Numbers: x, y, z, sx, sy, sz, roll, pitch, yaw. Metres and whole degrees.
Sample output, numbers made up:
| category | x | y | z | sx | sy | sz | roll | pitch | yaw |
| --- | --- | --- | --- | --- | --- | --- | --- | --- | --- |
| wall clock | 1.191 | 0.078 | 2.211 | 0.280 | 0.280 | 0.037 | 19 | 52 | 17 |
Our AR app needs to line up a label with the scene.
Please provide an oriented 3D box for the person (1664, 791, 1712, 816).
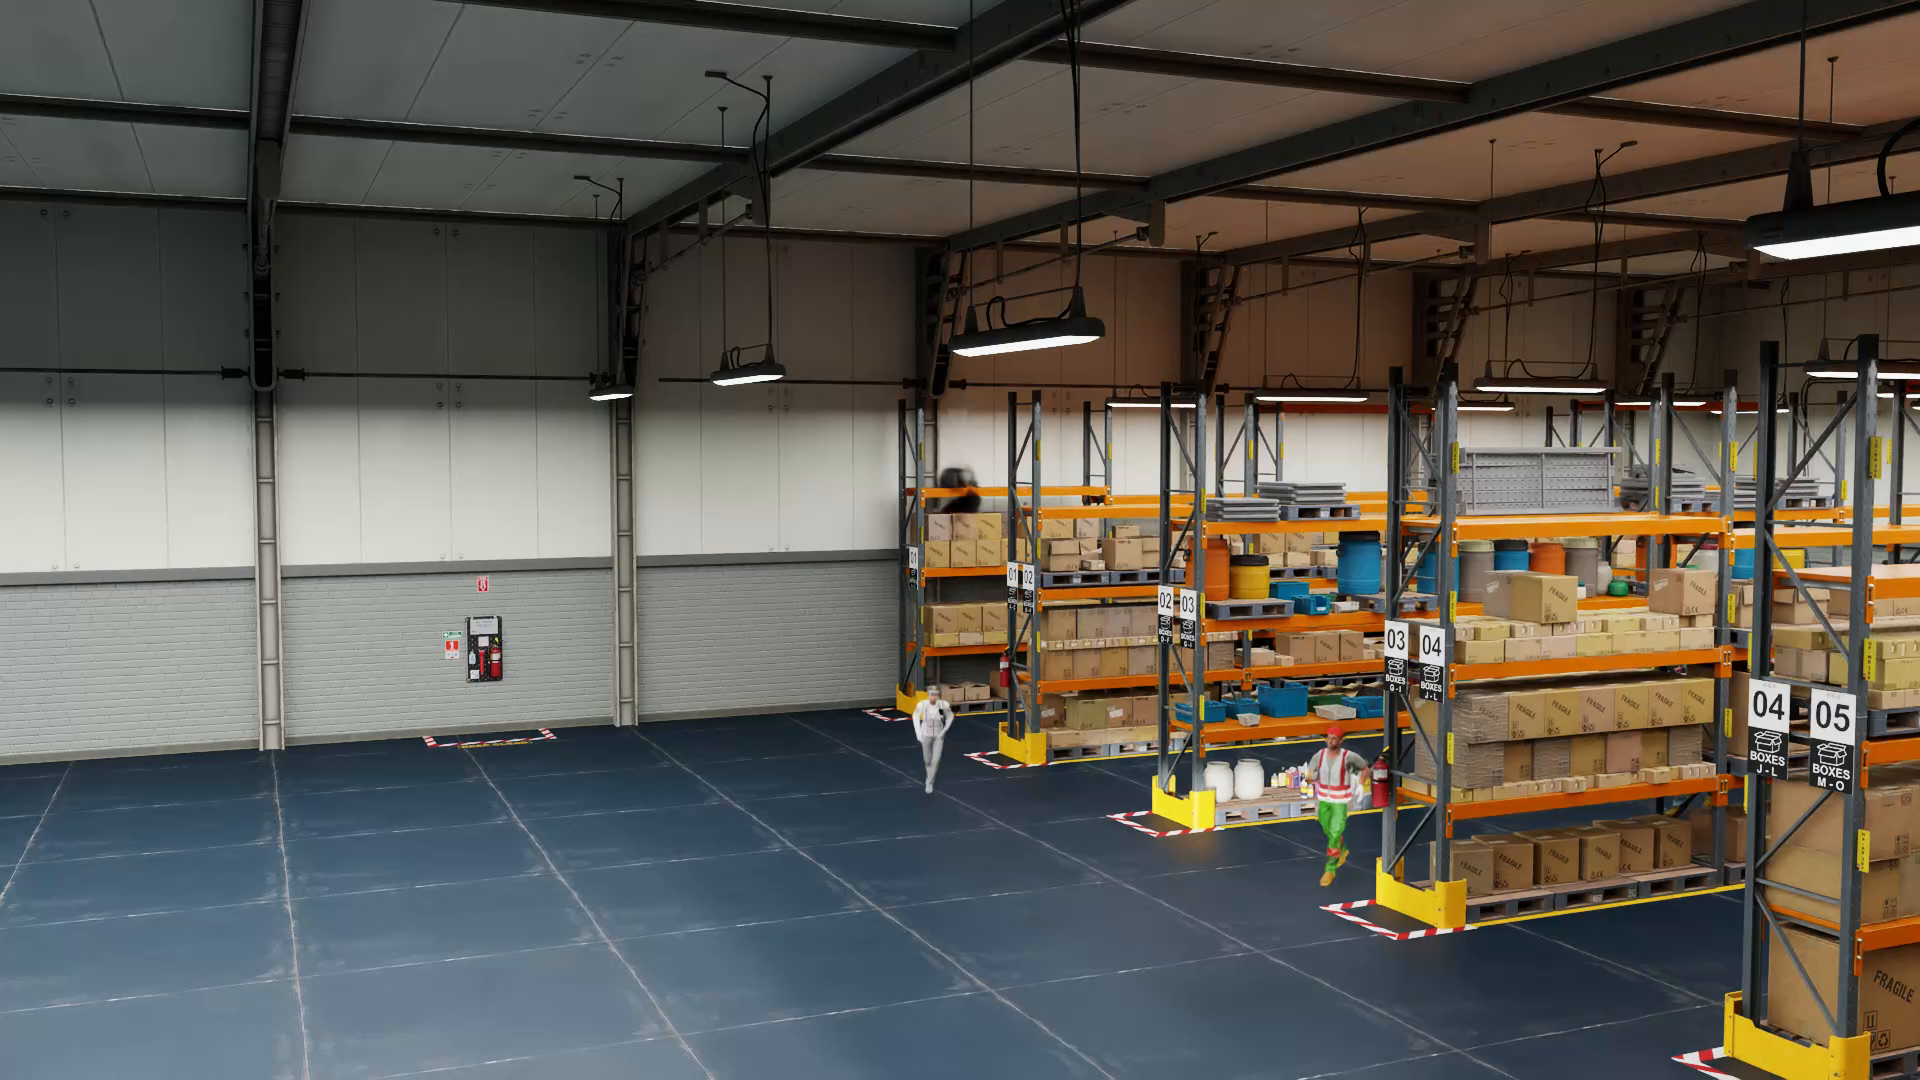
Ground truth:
| category | x | y | z | sx | sy | sz | roll | pitch | yaw |
| --- | --- | --- | --- | --- | --- | --- | --- | --- | --- |
| person | 10.146 | 2.917 | 22.979 | 0.886 | 1.773 | 0.686 | -1 | 4 | -23 |

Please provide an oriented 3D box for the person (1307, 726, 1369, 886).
| category | x | y | z | sx | sy | sz | roll | pitch | yaw |
| --- | --- | --- | --- | --- | --- | --- | --- | --- | --- |
| person | 4.431 | 3.094 | 19.666 | 0.660 | 1.801 | 0.972 | 3 | 4 | 38 |

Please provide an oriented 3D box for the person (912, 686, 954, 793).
| category | x | y | z | sx | sy | sz | roll | pitch | yaw |
| --- | --- | --- | --- | --- | --- | --- | --- | --- | --- |
| person | -0.404 | 2.936 | 24.804 | 0.615 | 1.616 | 0.799 | 0 | 3 | -7 |
